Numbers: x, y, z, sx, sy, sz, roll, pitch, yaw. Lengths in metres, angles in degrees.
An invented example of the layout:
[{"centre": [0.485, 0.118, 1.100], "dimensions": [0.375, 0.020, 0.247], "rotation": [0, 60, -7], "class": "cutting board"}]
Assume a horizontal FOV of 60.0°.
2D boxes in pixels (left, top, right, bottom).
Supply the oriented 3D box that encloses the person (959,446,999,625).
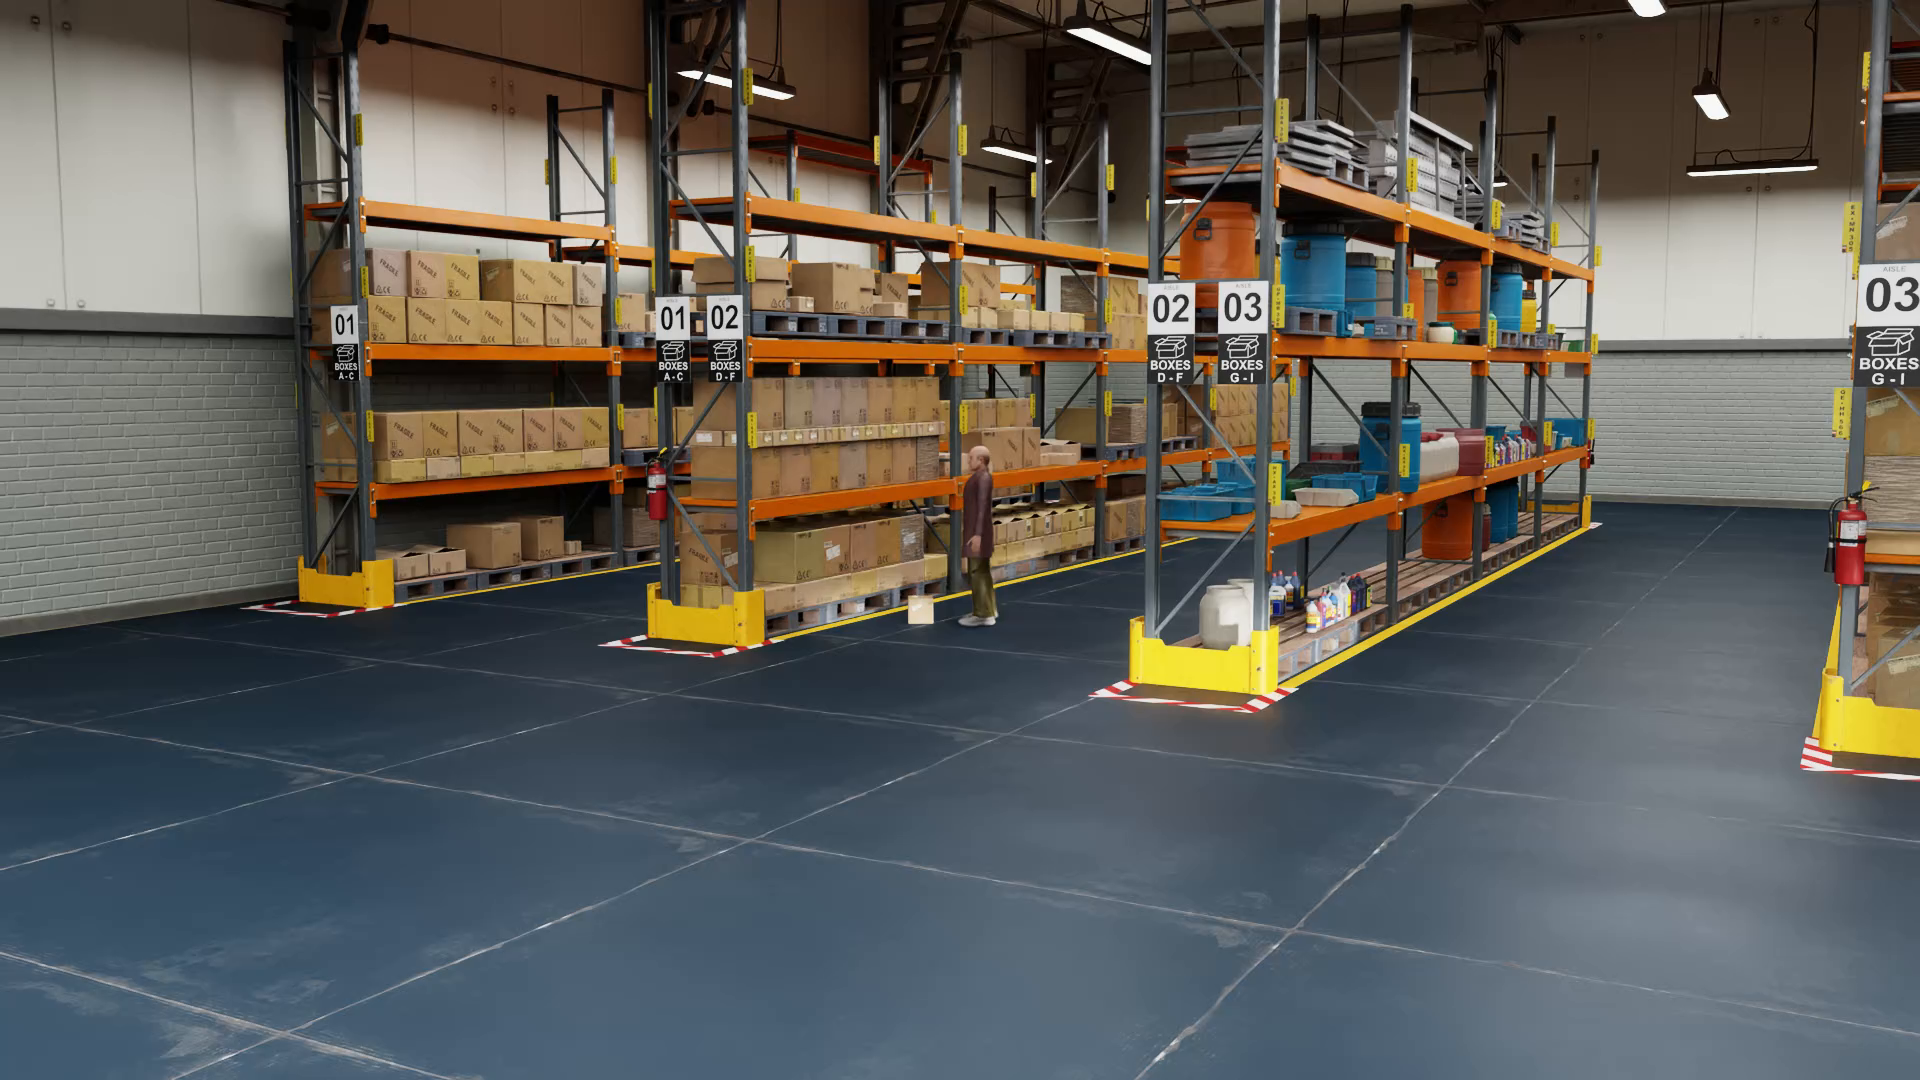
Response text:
[{"centre": [0.191, -0.043, 16.603], "dimensions": [0.419, 1.796, 0.609], "rotation": [0, 6, -2], "class": "person"}]
